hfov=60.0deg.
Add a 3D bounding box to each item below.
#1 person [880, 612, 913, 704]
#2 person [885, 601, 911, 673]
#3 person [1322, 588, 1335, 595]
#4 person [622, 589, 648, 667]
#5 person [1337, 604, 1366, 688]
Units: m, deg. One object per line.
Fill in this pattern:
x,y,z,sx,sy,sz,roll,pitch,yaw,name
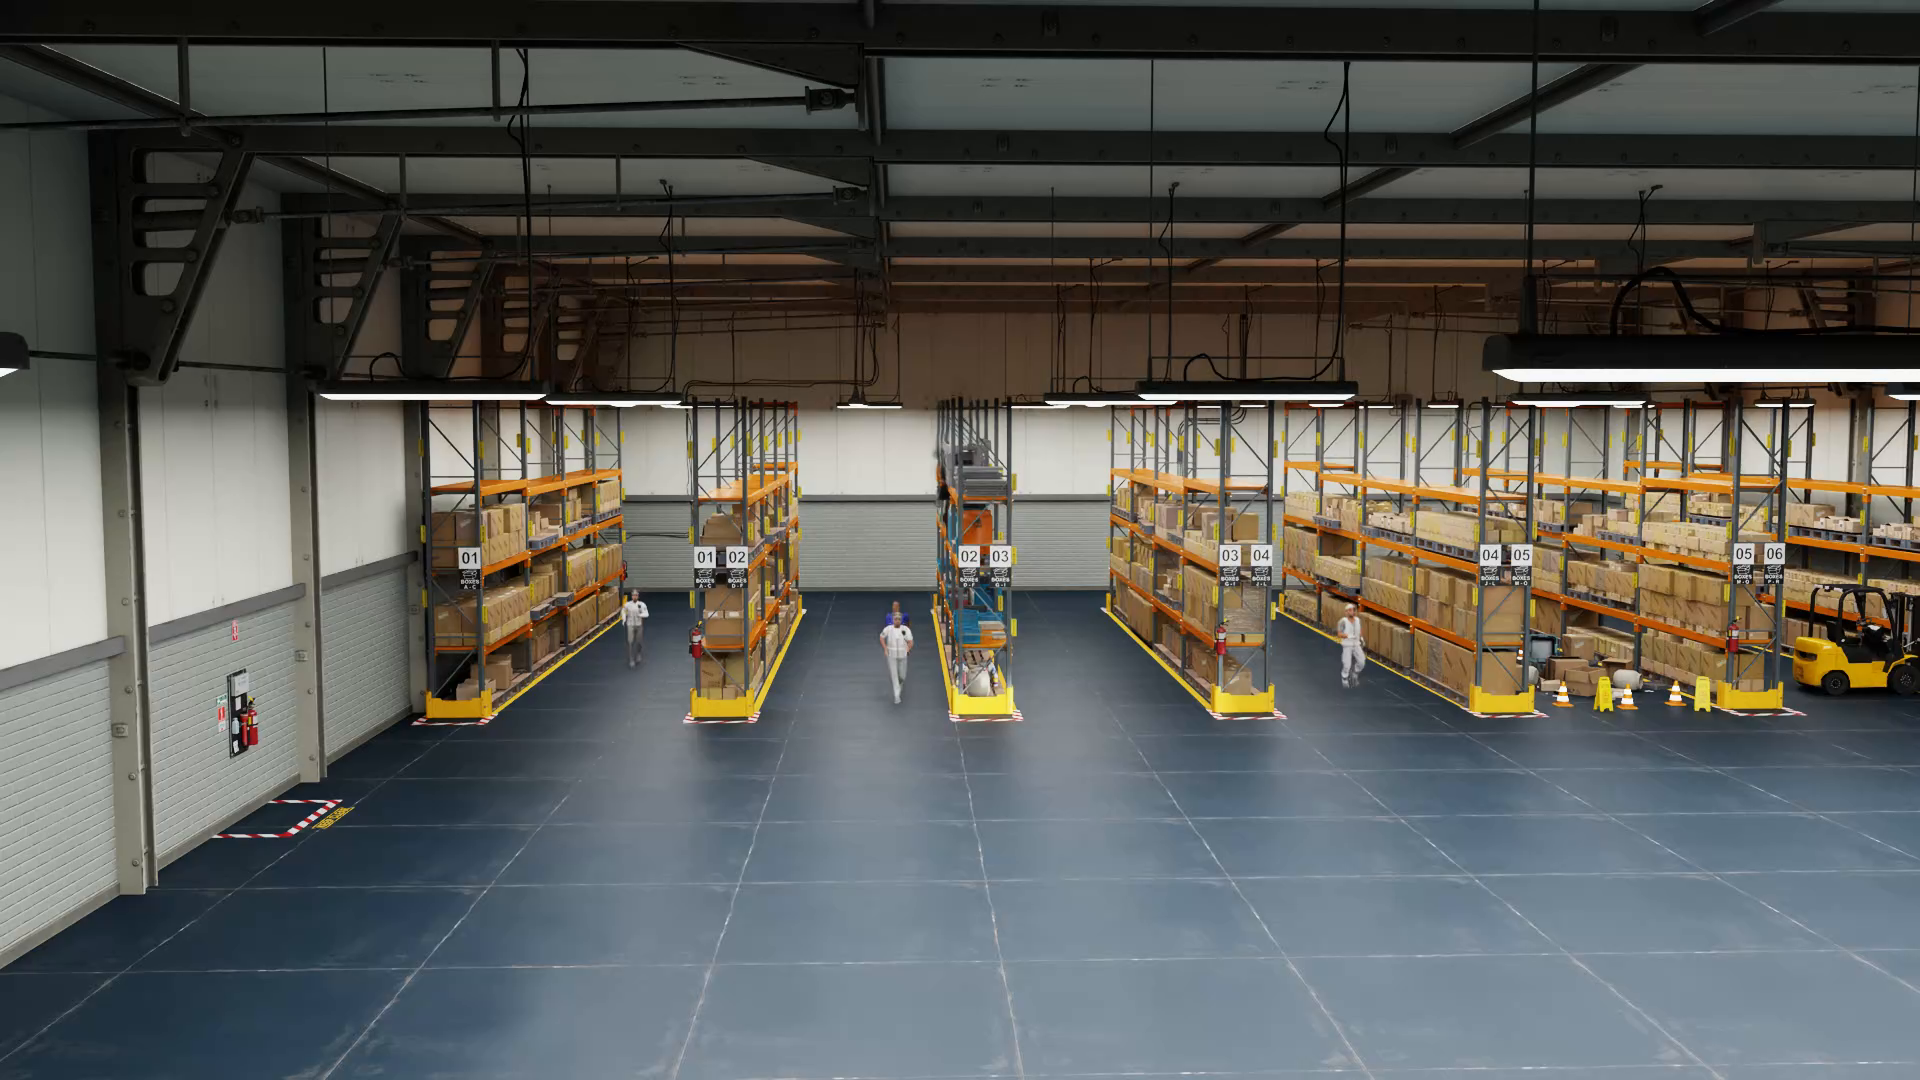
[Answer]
-1.253,2.304,33.036,0.663,1.784,0.895,-1,4,-7,person
-1.343,2.124,35.935,0.569,1.627,0.655,0,4,-3,person
10.777,1.023,49.429,0.967,1.730,0.676,-1,5,-18,person
-7.328,1.956,37.512,0.599,1.708,0.860,-1,4,-10,person
8.077,2.192,34.191,0.659,1.748,0.647,-1,4,-11,person
